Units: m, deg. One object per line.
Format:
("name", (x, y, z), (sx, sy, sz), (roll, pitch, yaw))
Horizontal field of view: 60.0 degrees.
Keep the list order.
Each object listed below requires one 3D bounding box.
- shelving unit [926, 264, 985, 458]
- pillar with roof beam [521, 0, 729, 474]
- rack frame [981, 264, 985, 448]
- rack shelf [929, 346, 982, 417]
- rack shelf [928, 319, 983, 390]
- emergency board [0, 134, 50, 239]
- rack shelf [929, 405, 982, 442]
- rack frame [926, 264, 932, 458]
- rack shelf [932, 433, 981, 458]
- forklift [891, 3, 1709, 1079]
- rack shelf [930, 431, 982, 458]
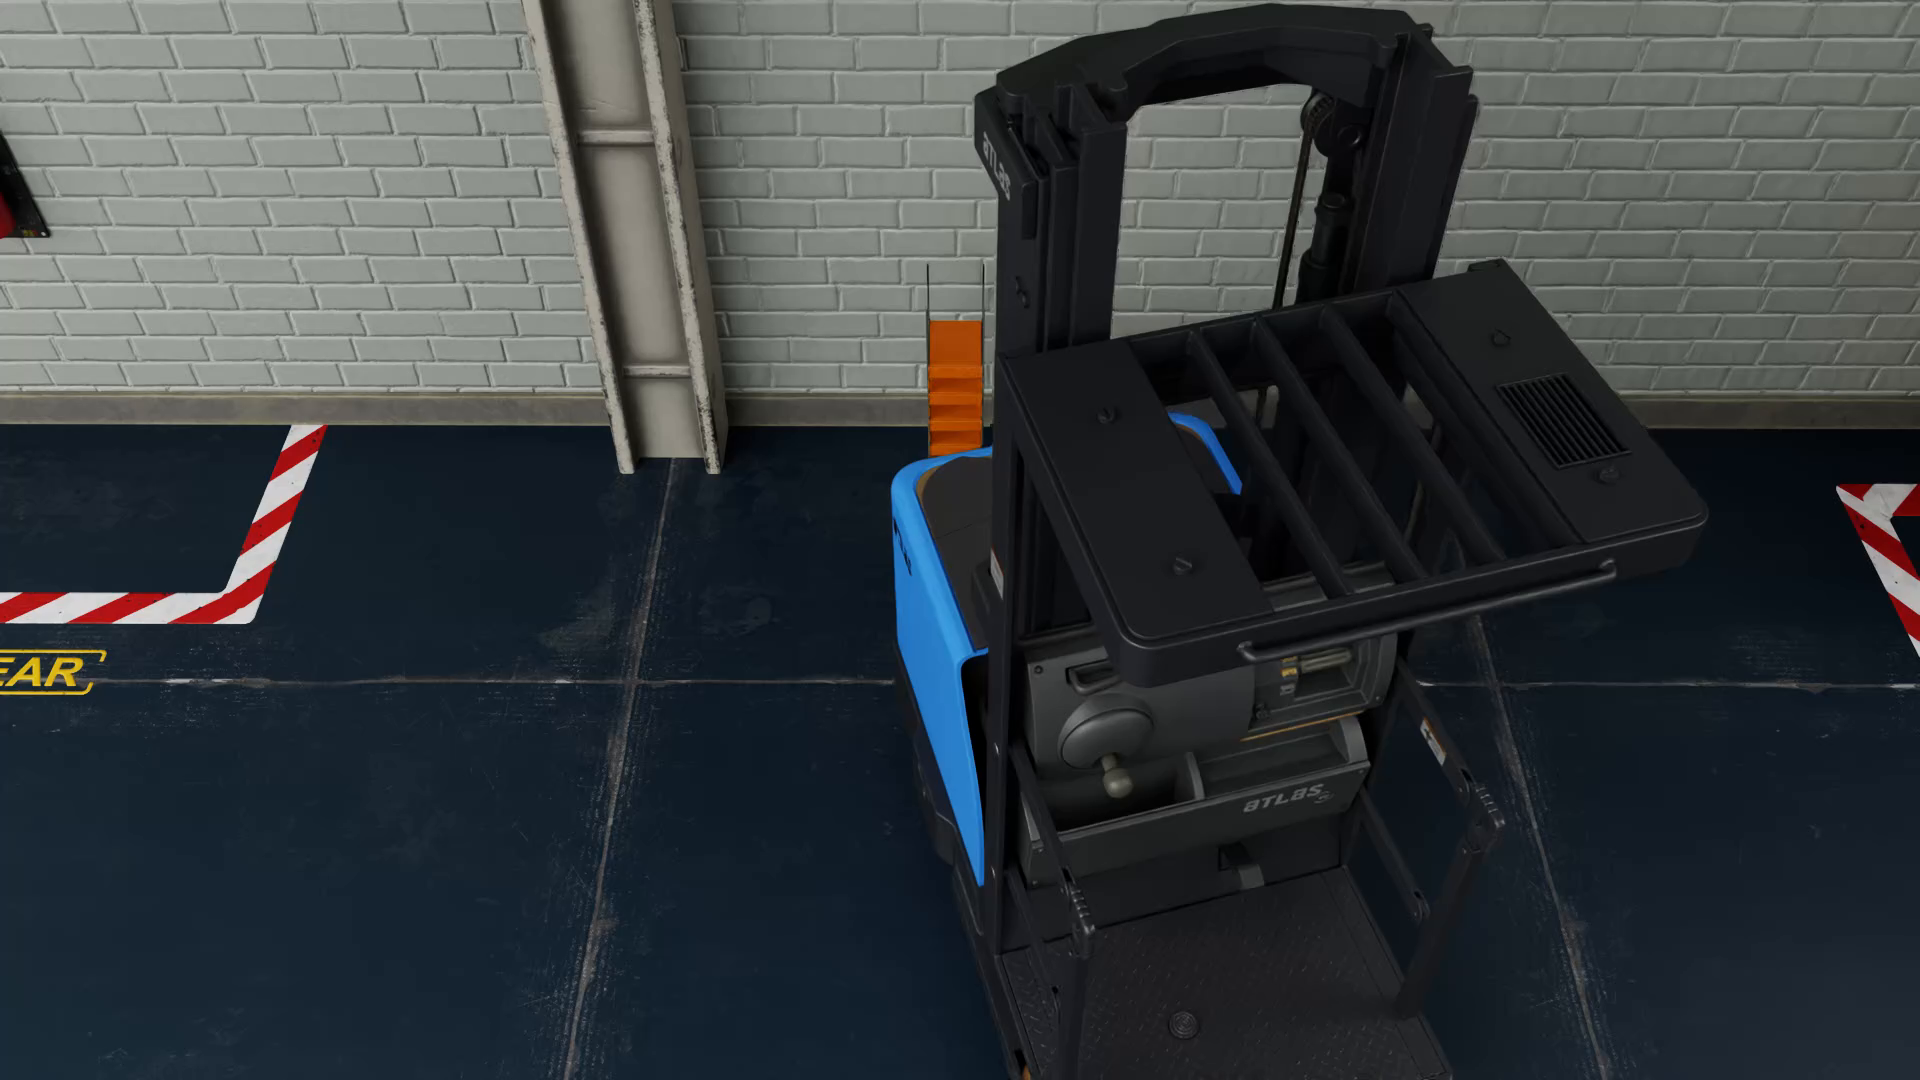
("shelving unit", (-0.014, -0.409, 5.811), (0.189, 1.200, 0.258), (0, 47, 0))
("pillar with roof beam", (-1.145, -0.288, 0.370), (0.400, 9.000, 9.100), (0, 47, 0))
("rack frame", (0.077, -0.409, 5.811), (0.006, 1.200, 0.240), (0, 47, 0))
("rack shelf", (-0.014, -0.542, 5.668), (0.180, 0.103, 0.258), (0, 47, 0))
("rack shelf", (-0.014, -0.624, 5.580), (0.180, 0.103, 0.258), (0, 47, 0))
("emergency board", (-3.600, -1.430, 5.531), (0.643, 1.169, 0.194), (0, 47, 0))
("rack shelf", (-0.014, -0.460, 5.756), (0.180, 0.103, 0.258), (0, 47, 0))
("rack frame", (-0.106, -0.409, 5.811), (0.006, 1.200, 0.240), (0, 47, 0))
("rack shelf", (-0.014, -0.297, 5.931), (0.180, 0.103, 0.258), (0, 47, 0))
("forklift", (0.671, 0.449, 3.830), (1.130, 2.935, 3.031), (-12, 48, -11))
("rack shelf", (-0.014, -0.379, 5.843), (0.180, 0.103, 0.258), (0, 47, 0))
